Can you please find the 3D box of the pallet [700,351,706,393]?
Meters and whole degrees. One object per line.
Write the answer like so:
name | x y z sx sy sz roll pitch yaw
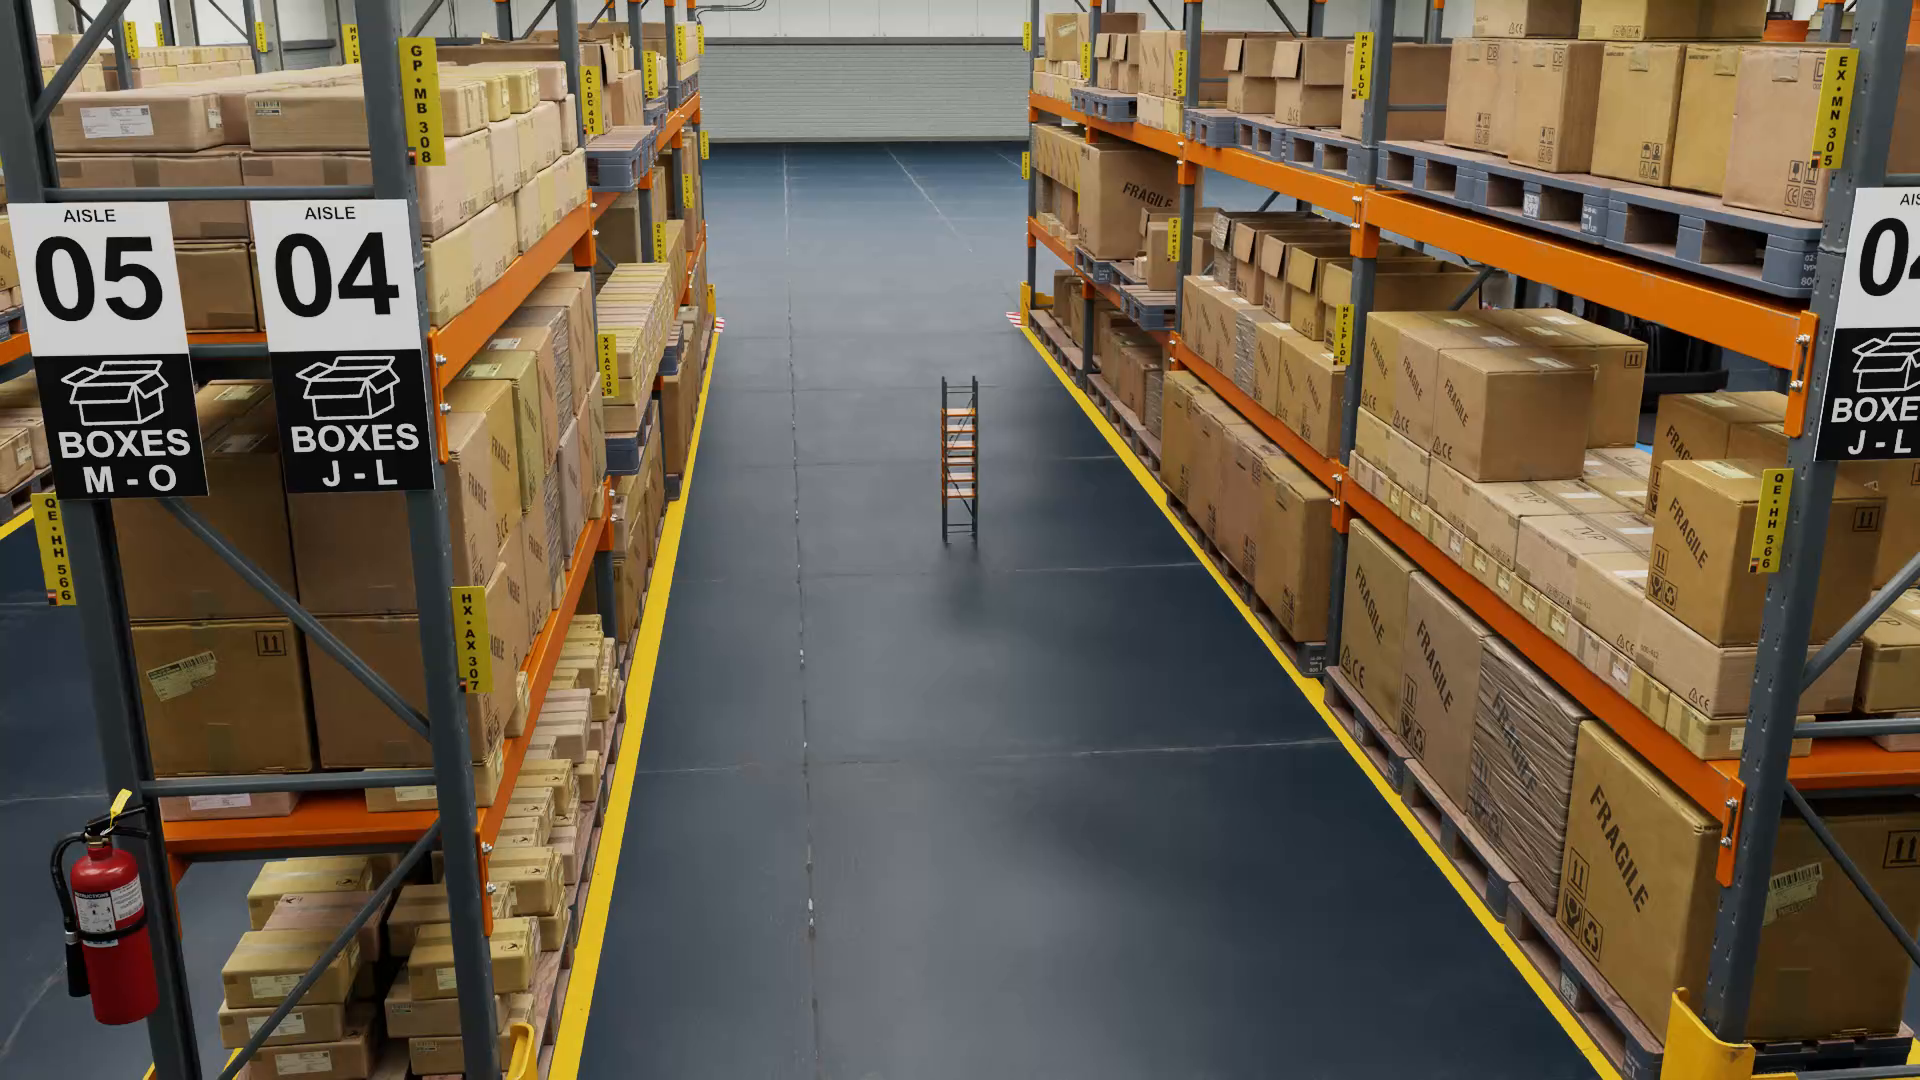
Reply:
pallet | -3.188 -1.754 17.413 1.003 0.211 1.213 -2 18 -6

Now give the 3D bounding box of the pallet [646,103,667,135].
pallet | -2.894 -3.195 12.654 1.213 0.211 1.003 -1 17 -3

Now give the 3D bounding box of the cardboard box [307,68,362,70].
cardboard box | -2.468 -1.856 6.824 0.380 0.149 0.250 -2 18 -7

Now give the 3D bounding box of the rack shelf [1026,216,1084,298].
rack shelf | 1.550 -3.232 18.663 1.077 0.370 4.000 -2 18 -6

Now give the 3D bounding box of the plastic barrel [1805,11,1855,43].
plastic barrel | 7.226 -3.862 13.625 0.600 0.901 0.600 0 17 0

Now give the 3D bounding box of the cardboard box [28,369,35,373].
cardboard box | -8.044 -1.463 15.516 0.950 0.372 0.625 -2 17 -5

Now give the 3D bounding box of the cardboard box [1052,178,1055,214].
cardboard box | 1.544 -4.050 19.407 0.875 0.500 0.500 -2 18 -6

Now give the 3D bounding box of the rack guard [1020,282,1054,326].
rack guard | 1.351 -2.955 20.756 1.175 0.500 0.348 -2 18 -6

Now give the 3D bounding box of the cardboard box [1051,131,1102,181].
cardboard box | 1.284 -4.218 18.272 0.500 0.500 0.500 -2 18 -6

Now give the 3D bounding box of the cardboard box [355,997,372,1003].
cardboard box | -2.339 1.655 5.955 0.380 0.149 0.250 -1 17 -4

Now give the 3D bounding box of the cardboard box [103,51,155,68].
cardboard box | -7.865 -4.545 15.726 0.380 0.149 0.250 -1 17 -4

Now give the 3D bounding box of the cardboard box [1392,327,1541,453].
cardboard box | 2.419 -0.726 7.984 0.500 0.500 0.500 -2 18 -6

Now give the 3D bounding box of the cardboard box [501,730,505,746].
cardboard box | -1.725 0.658 5.492 0.380 0.149 0.250 -1 17 -4

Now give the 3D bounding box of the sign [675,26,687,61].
sign | -2.649 -4.703 15.754 0.100 0.325 0.005 -2 18 -6

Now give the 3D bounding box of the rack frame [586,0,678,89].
rack frame | -3.188 -5.718 15.367 1.000 3.000 0.127 -2 18 -6

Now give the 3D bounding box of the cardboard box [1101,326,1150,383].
cardboard box | 1.798 -1.813 16.381 0.700 0.500 0.500 -3 18 -10

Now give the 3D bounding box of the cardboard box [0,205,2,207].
cardboard box | -8.185 -2.464 13.655 0.500 0.500 0.500 -2 18 -8

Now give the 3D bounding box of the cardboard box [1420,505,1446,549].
cardboard box | 2.391 -0.066 7.799 0.380 0.149 0.250 -2 18 -6

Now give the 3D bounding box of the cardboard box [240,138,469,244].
cardboard box | -1.738 -1.020 4.827 0.500 0.250 0.500 -1 17 -5

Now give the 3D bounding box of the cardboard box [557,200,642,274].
cardboard box | -2.812 -2.323 12.732 0.700 0.500 0.500 -2 18 -6

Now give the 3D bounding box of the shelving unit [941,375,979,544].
shelving unit | -0.001 -0.577 12.011 0.258 1.200 0.189 -2 18 -6

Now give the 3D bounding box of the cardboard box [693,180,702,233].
cardboard box | -3.439 -3.847 19.172 0.875 0.550 0.550 -2 18 -6

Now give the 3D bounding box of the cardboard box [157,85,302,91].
cardboard box | -2.232 -1.312 5.090 0.380 0.149 0.250 -2 18 -7

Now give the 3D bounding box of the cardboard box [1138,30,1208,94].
cardboard box | 1.771 -3.939 13.708 0.500 0.500 0.500 -1 17 -5

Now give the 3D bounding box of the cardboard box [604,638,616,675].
cardboard box | -2.014 0.630 8.725 0.380 0.149 0.250 -1 17 -5

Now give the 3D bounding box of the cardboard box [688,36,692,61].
cardboard box | -3.119 -5.211 17.646 0.500 0.250 0.500 -2 18 -5

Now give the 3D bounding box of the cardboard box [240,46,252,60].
cardboard box | -8.185 -5.465 18.655 0.380 0.149 0.250 -2 18 -5

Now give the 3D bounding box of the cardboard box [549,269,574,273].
cardboard box | -2.890 -1.805 11.643 0.380 0.149 0.250 -2 18 -7

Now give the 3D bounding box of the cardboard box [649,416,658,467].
cardboard box | -2.381 -0.684 11.567 0.500 0.250 0.500 -2 17 -5

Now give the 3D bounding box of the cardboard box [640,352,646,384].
cardboard box | -2.002 -0.980 9.513 0.380 0.149 0.250 -1 17 -4

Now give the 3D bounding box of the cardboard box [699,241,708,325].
cardboard box | -3.465 -3.034 19.680 0.875 0.875 0.875 -2 18 -5

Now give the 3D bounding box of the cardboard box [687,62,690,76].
cardboard box | -3.021 -4.913 17.363 0.380 0.149 0.250 -2 18 -6

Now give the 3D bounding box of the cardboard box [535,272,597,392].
cardboard box | -2.045 -1.007 8.045 0.500 0.500 0.500 -2 18 -8

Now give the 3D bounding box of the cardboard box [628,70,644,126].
cardboard box | -2.464 -2.981 11.488 0.500 0.500 0.500 -2 18 -6

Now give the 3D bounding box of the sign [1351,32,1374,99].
sign | 2.042 -2.404 8.429 0.100 0.325 0.005 -2 18 -6

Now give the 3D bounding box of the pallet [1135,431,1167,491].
pallet | 2.090 -0.690 14.021 1.003 0.211 1.213 -2 18 -6

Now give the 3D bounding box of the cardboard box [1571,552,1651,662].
cardboard box | 2.628 0.239 6.163 0.500 0.250 0.500 -2 18 -7

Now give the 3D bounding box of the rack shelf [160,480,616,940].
rack shelf | -2.156 0.467 6.883 1.077 0.370 4.000 -2 18 -6

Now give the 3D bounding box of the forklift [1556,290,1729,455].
forklift | 4.601 -1.399 11.739 1.130 2.935 3.031 -2 18 -7

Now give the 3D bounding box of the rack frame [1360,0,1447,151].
rack frame | 2.581 -3.458 8.167 1.000 3.000 0.127 -2 18 -6

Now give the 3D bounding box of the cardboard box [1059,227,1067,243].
cardboard box | 1.301 -3.361 18.295 0.380 0.149 0.250 -2 18 -6

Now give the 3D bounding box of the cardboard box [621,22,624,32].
cardboard box | -3.672 -5.271 17.170 0.380 0.149 0.250 -2 18 -6

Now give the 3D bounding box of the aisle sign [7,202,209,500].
aisle sign | -2.241 -0.490 4.389 0.394 0.787 0.004 -2 18 -6

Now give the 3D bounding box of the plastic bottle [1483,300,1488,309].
plastic bottle | 6.147 -2.682 19.533 0.097 0.271 0.097 0 17 0

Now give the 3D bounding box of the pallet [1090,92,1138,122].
pallet | 1.824 -3.824 14.656 1.213 0.211 1.003 -2 18 -6

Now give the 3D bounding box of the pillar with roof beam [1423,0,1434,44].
pillar with roof beam | 9.681 -16.115 48.485 9.100 9.000 0.400 -2 18 -6

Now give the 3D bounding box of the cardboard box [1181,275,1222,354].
cardboard box | 1.948 -1.682 12.359 0.500 0.500 0.500 -1 17 -4

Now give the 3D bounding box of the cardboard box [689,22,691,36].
cardboard box | -3.071 -5.443 17.719 0.380 0.149 0.250 -2 18 -5

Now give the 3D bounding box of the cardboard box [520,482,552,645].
cardboard box | -1.840 0.083 6.243 0.500 0.500 0.500 -2 17 -5

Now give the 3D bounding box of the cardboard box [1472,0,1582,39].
cardboard box | 2.672 -2.400 7.518 0.500 0.250 0.500 -3 18 -9

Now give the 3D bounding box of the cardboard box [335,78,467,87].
cardboard box | -1.877 -1.478 5.619 0.380 0.149 0.250 -1 17 -4

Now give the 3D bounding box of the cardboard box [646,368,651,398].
cardboard box | -2.027 -0.916 9.806 0.380 0.149 0.250 -2 18 -5

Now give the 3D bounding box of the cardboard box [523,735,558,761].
cardboard box | -1.943 0.965 7.159 0.380 0.149 0.250 -2 18 -6

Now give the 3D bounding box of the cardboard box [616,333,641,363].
cardboard box | -1.981 -1.051 9.242 0.380 0.149 0.250 -1 17 -4
